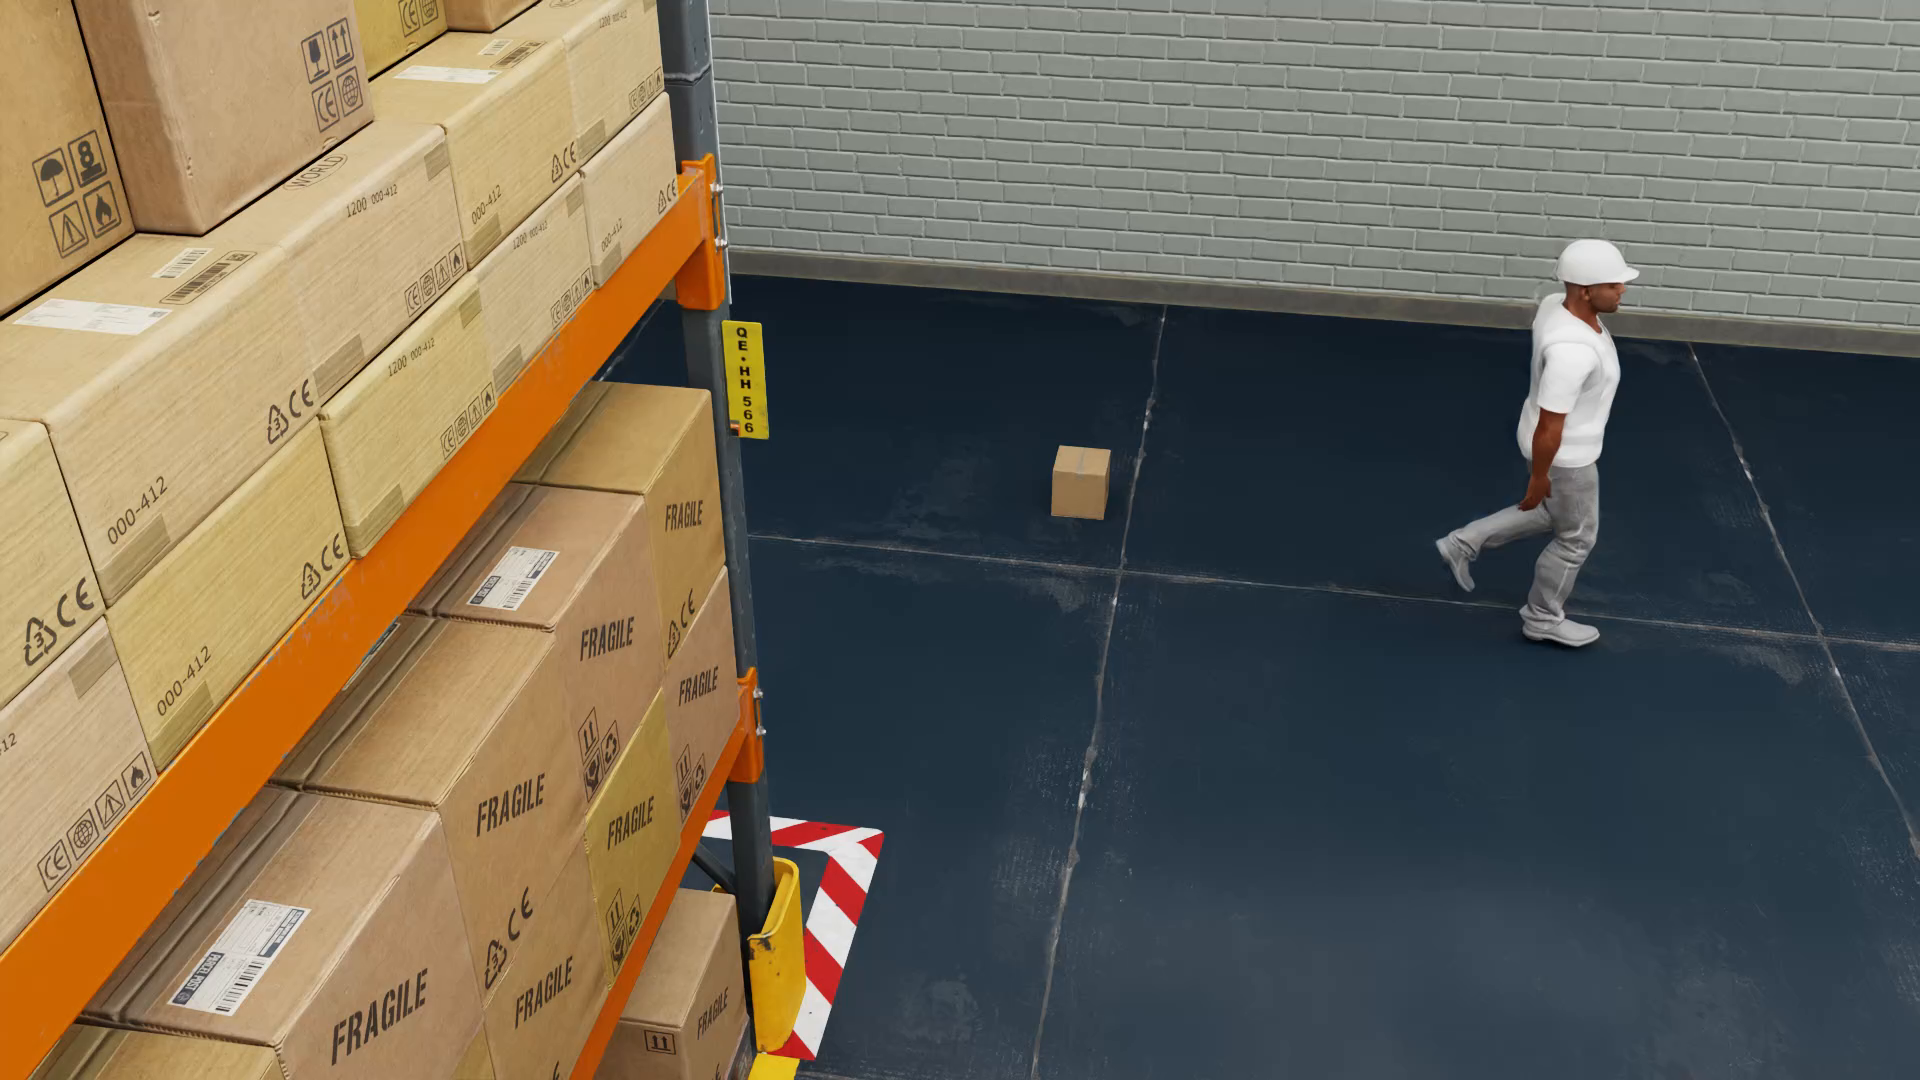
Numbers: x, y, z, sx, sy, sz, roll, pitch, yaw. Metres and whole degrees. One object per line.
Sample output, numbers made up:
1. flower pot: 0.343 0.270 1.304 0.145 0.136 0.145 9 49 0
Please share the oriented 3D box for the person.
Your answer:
1. person: 2.366 -0.386 6.687 0.707 1.746 0.576 6 33 10
